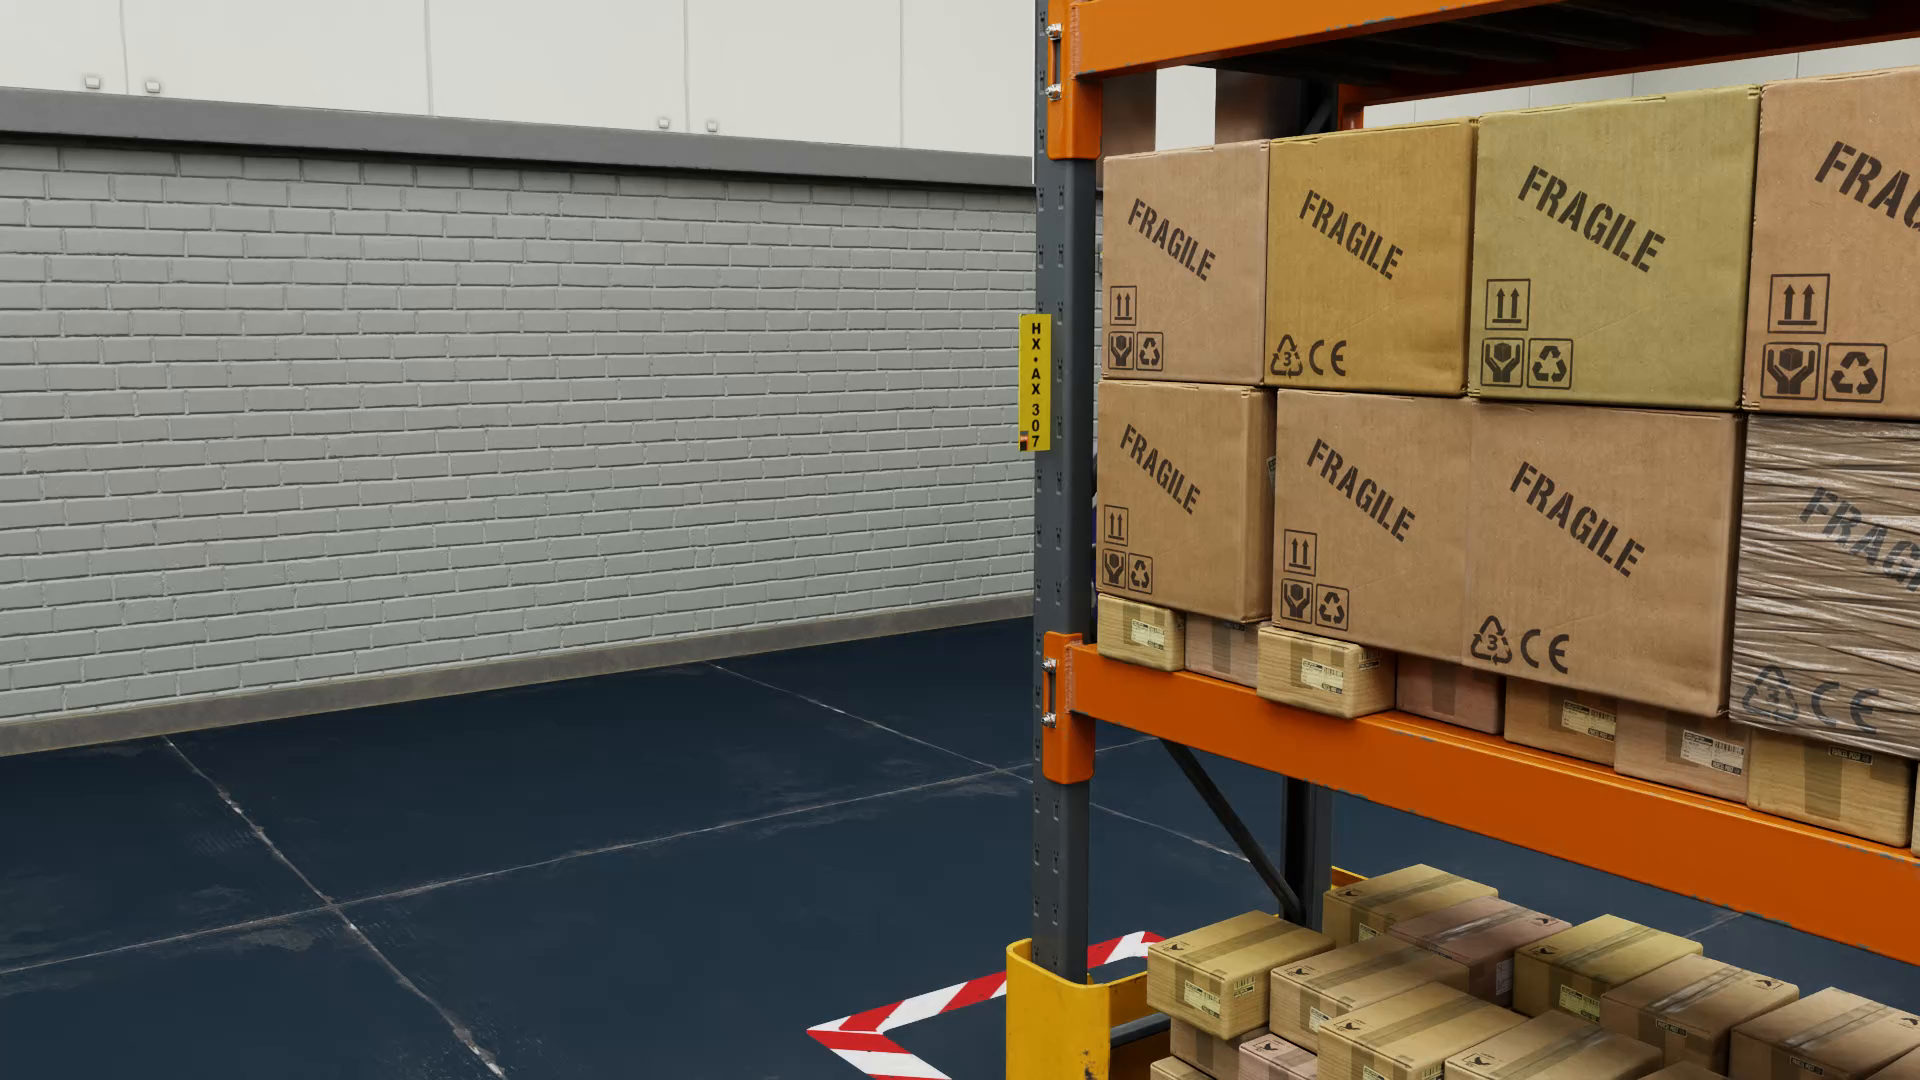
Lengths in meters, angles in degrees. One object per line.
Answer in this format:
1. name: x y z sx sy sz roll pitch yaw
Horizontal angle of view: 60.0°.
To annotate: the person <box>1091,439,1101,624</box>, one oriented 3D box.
1. person: 0.984 -0.006 9.452 0.452 1.635 0.524 -6 10 -35
